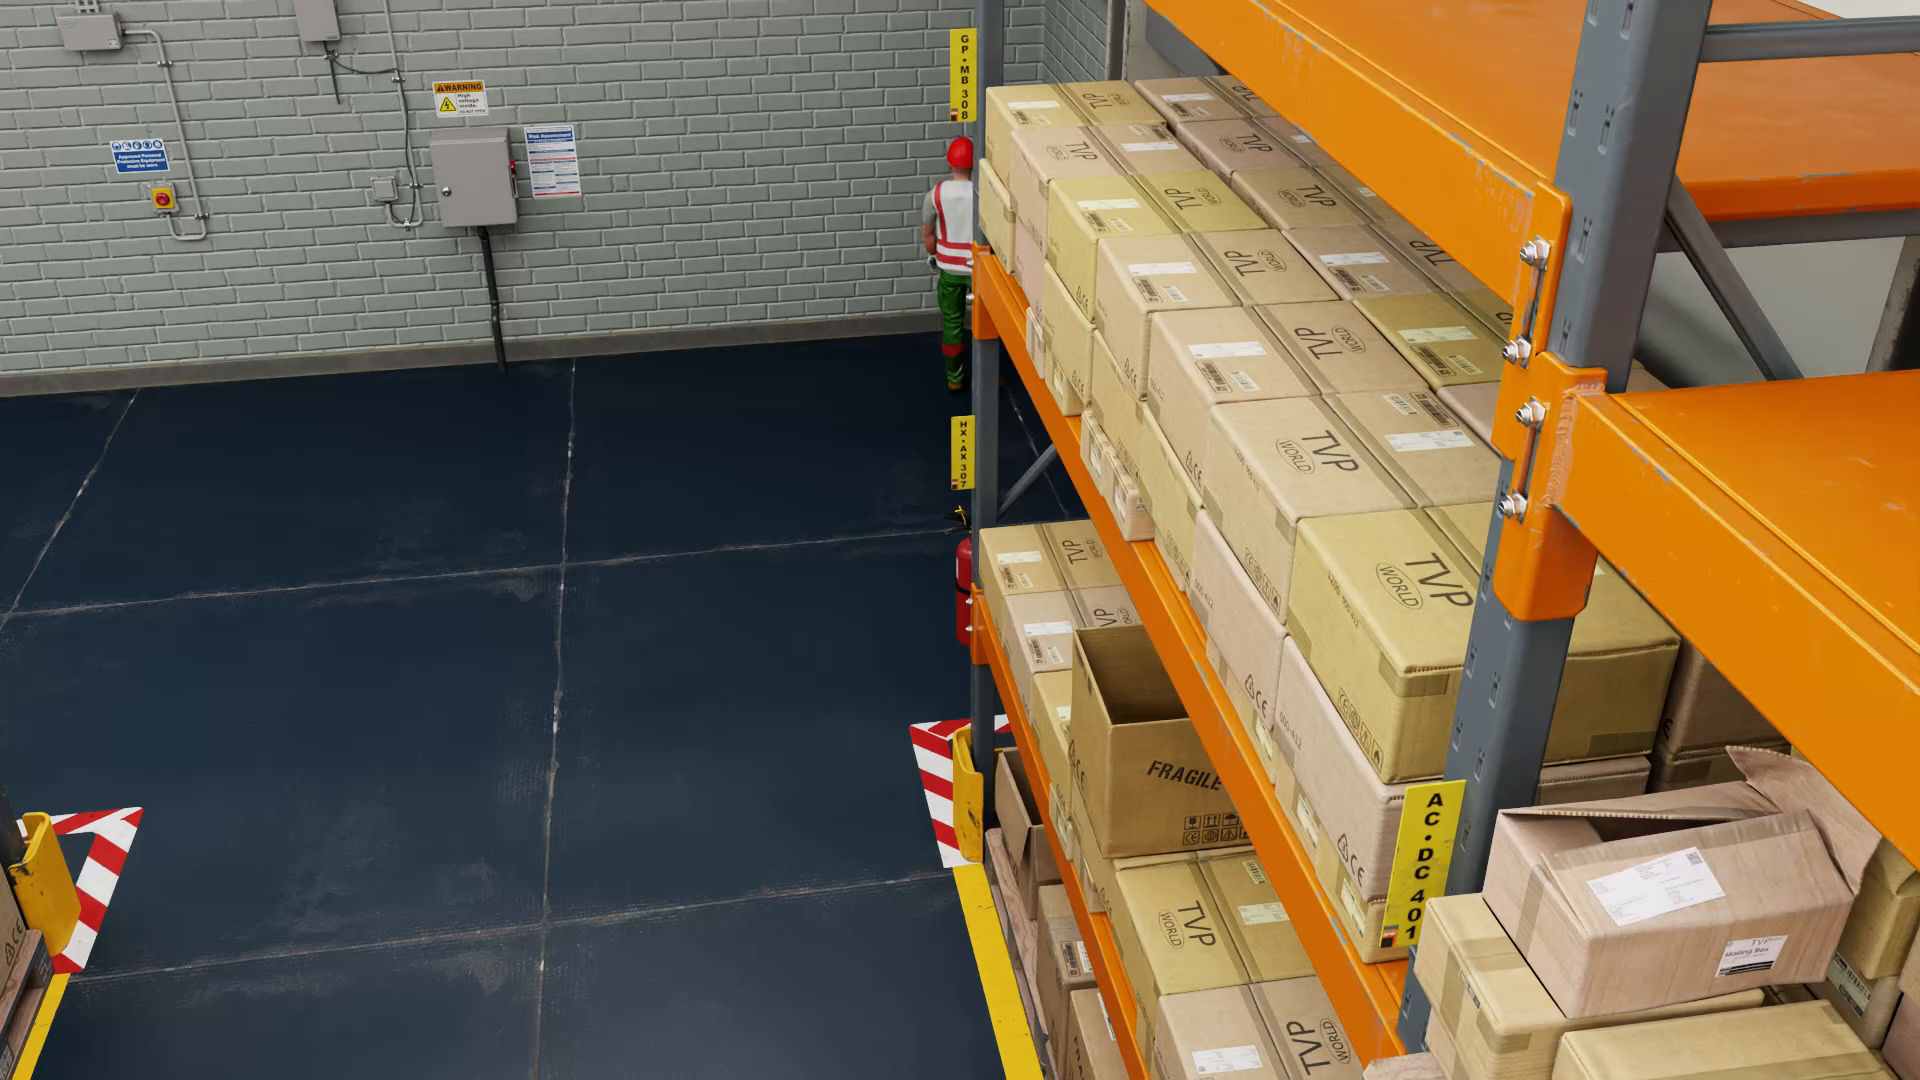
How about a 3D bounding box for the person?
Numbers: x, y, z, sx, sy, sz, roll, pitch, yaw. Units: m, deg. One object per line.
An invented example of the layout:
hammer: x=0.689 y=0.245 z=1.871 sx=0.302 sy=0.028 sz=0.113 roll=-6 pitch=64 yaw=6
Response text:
person: x=0.051 y=-1.838 z=11.219 sx=0.587 sy=1.827 sz=0.435 roll=5 pitch=31 yaw=9
